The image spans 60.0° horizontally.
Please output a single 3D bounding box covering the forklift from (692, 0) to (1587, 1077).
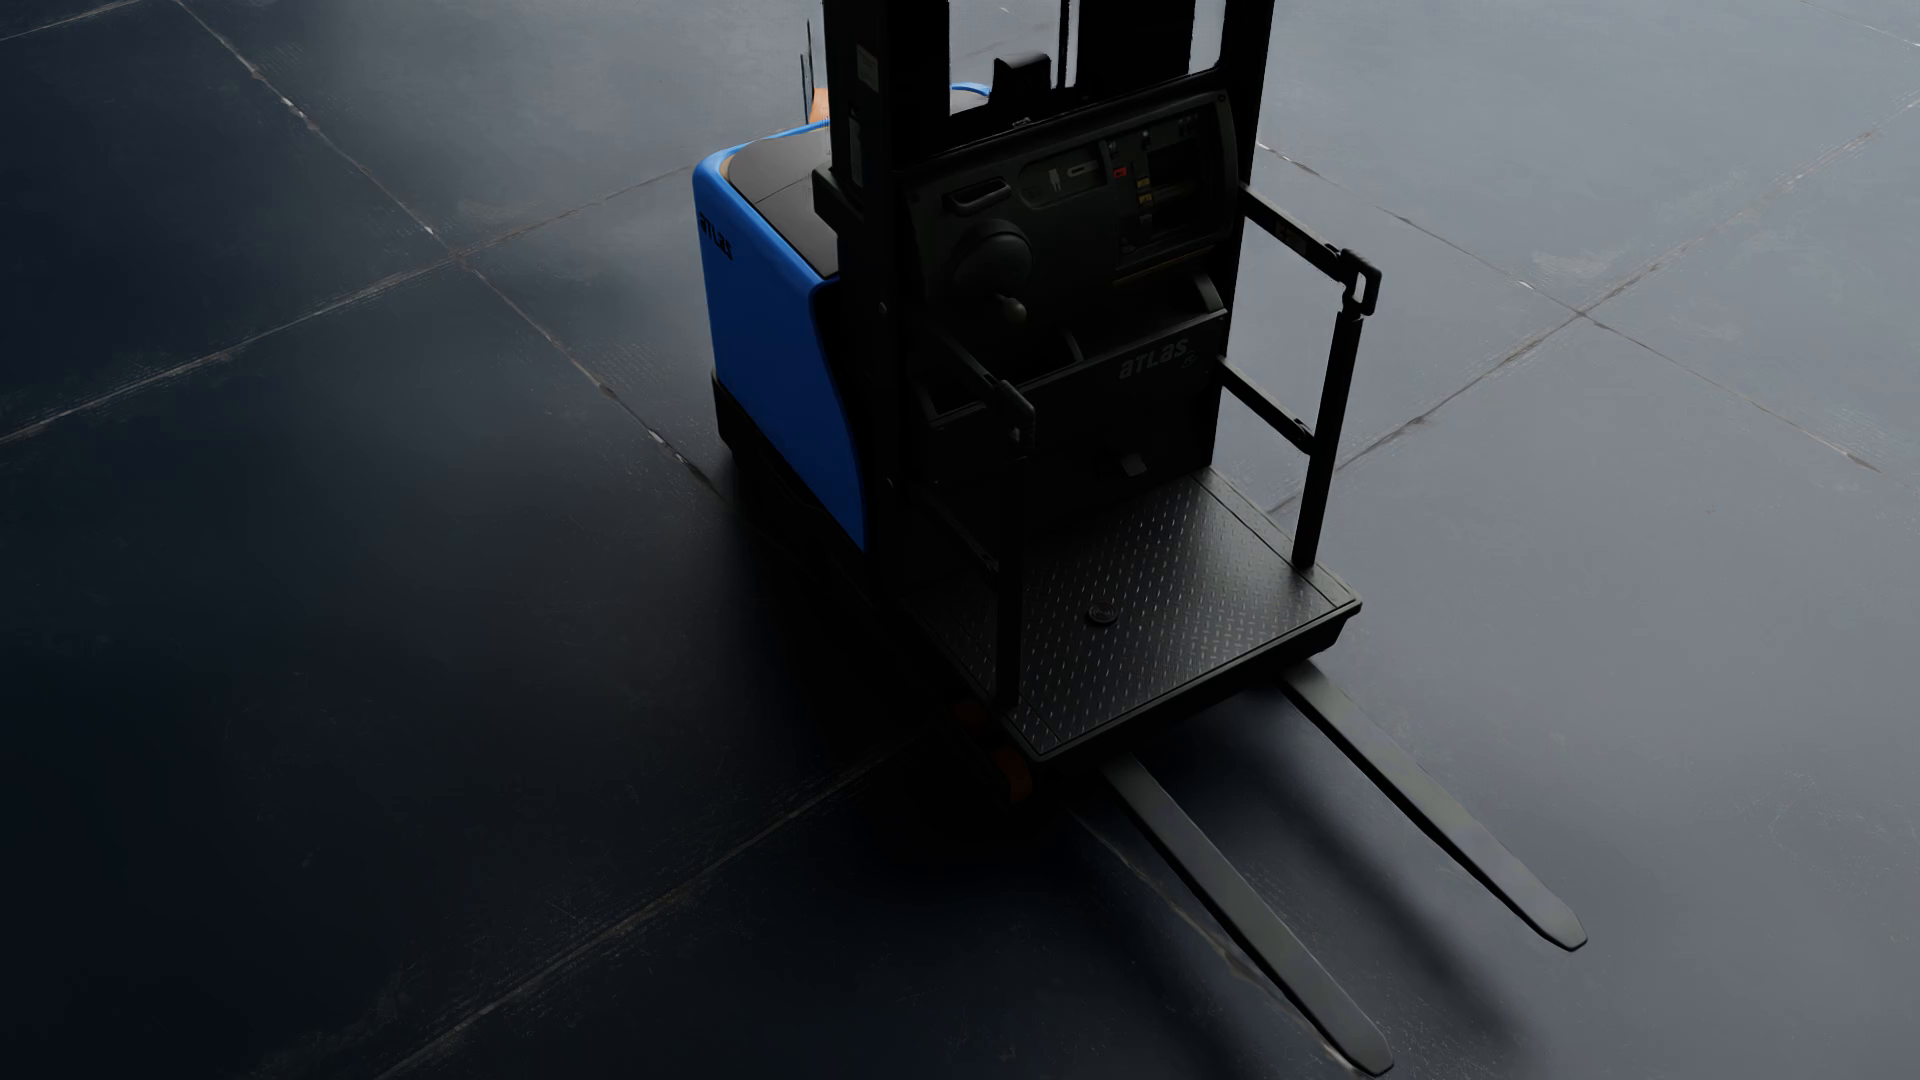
[{"bbox_3d":[0.400,-0.722,3.878,1.130,2.935,3.031,-23,48,-23],"label":"forklift"}]

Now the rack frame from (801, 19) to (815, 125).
[{"bbox_3d":[-0.477,-1.125,5.571,0.006,1.200,0.240,1,43,1],"label":"rack frame"}]

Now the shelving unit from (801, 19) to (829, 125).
[{"bbox_3d":[-0.385,-1.124,5.569,0.189,1.200,0.258,1,43,1],"label":"shelving unit"}]

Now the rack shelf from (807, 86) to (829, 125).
[{"bbox_3d":[-0.387,-1.354,5.352,0.180,0.103,0.258,1,43,1],"label":"rack shelf"}]
